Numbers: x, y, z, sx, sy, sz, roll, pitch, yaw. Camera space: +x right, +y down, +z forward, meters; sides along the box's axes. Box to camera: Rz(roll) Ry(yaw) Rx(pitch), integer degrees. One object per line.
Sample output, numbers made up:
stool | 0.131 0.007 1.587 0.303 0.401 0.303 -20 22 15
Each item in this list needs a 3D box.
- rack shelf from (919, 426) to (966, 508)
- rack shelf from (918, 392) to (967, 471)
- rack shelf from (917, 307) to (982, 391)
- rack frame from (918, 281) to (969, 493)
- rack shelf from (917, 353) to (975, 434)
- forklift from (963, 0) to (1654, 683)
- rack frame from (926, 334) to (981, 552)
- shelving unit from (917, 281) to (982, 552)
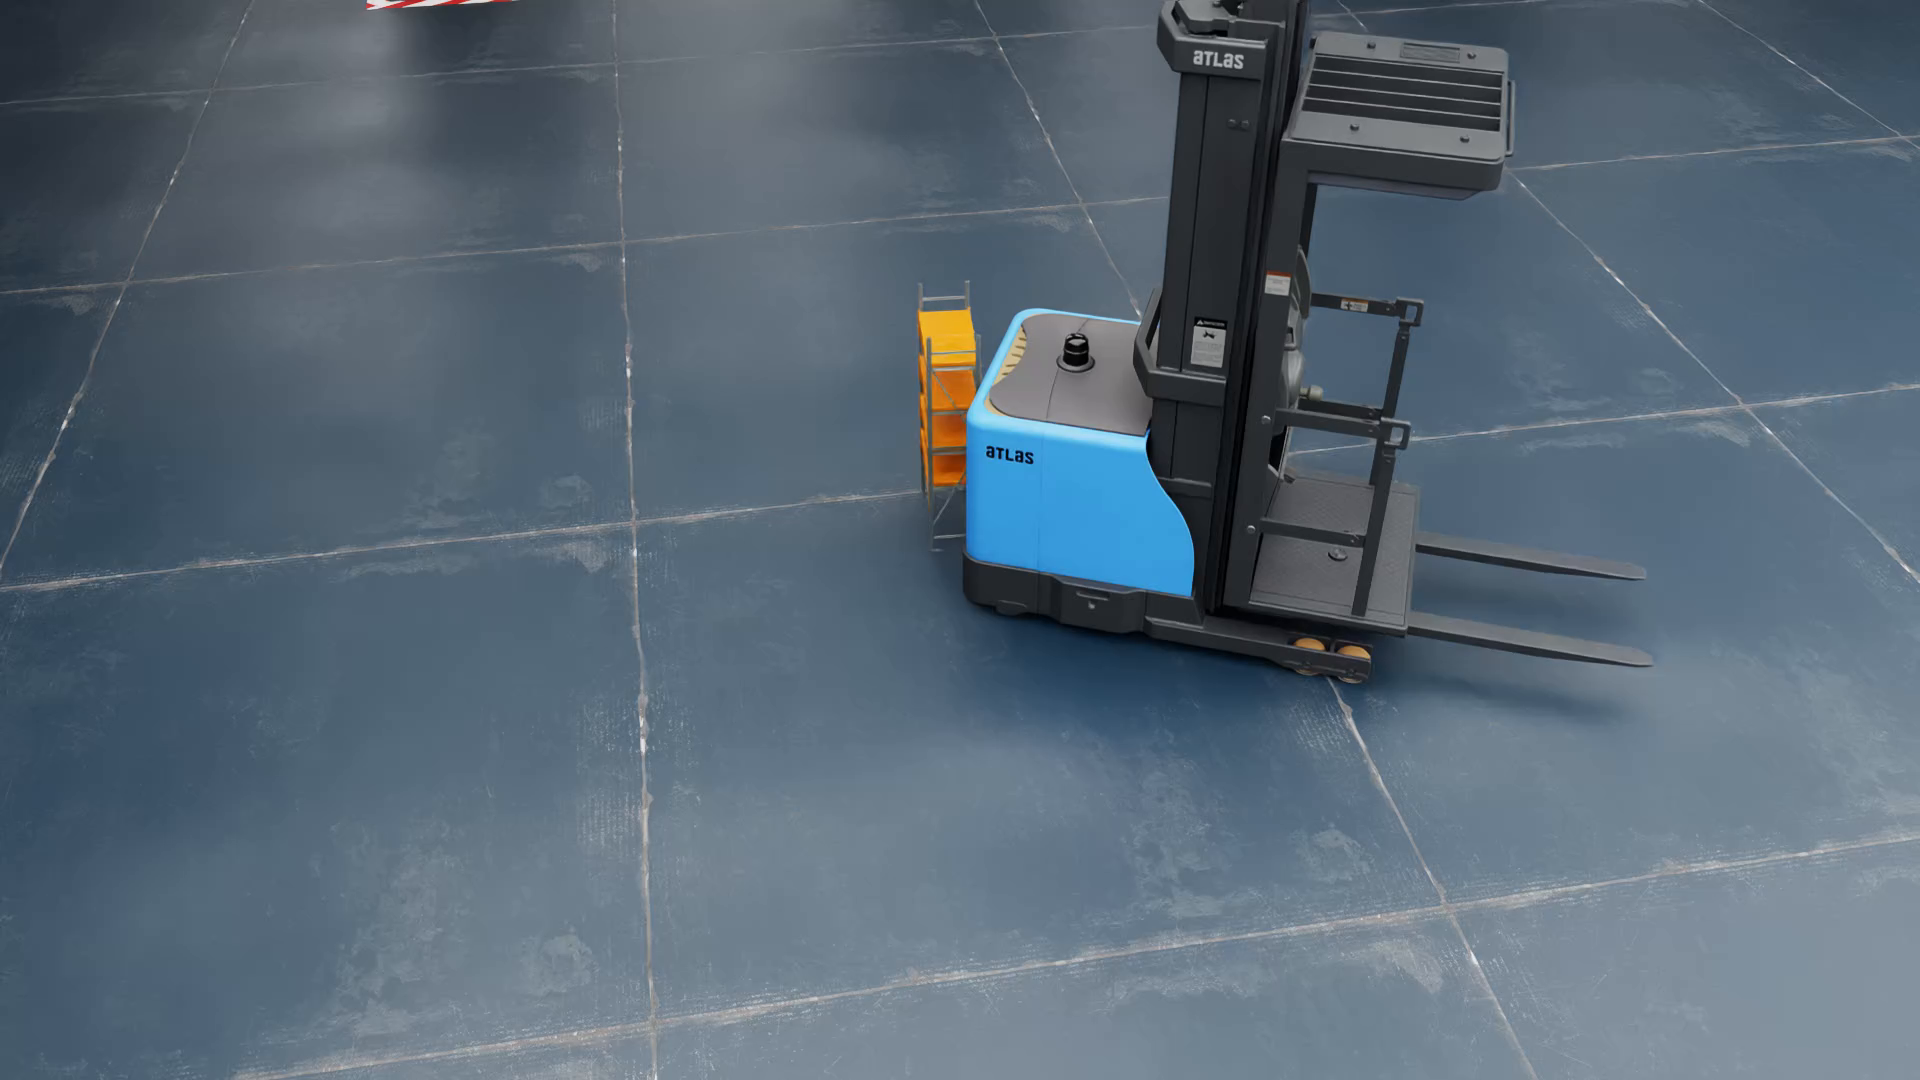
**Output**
rack shelf | -0.052 -0.365 8.075 0.258 0.148 0.480 -3 38 -4
rack shelf | -0.052 -0.522 7.953 0.258 0.148 0.480 -3 38 -4
rack shelf | -0.052 -0.885 7.671 0.258 0.148 0.480 -3 38 -4
rack frame | -0.076 -0.724 8.104 0.240 1.200 0.015 -3 38 -4
rack shelf | -0.052 -0.699 7.816 0.258 0.148 0.480 -3 38 -4
forklift | 1.588 -0.890 6.906 3.031 2.935 1.130 10 39 12
rack frame | -0.029 -0.426 7.720 0.240 1.200 0.015 -3 38 -4
shelving unit | -0.052 -0.575 7.912 0.258 1.200 0.503 -3 38 -4
